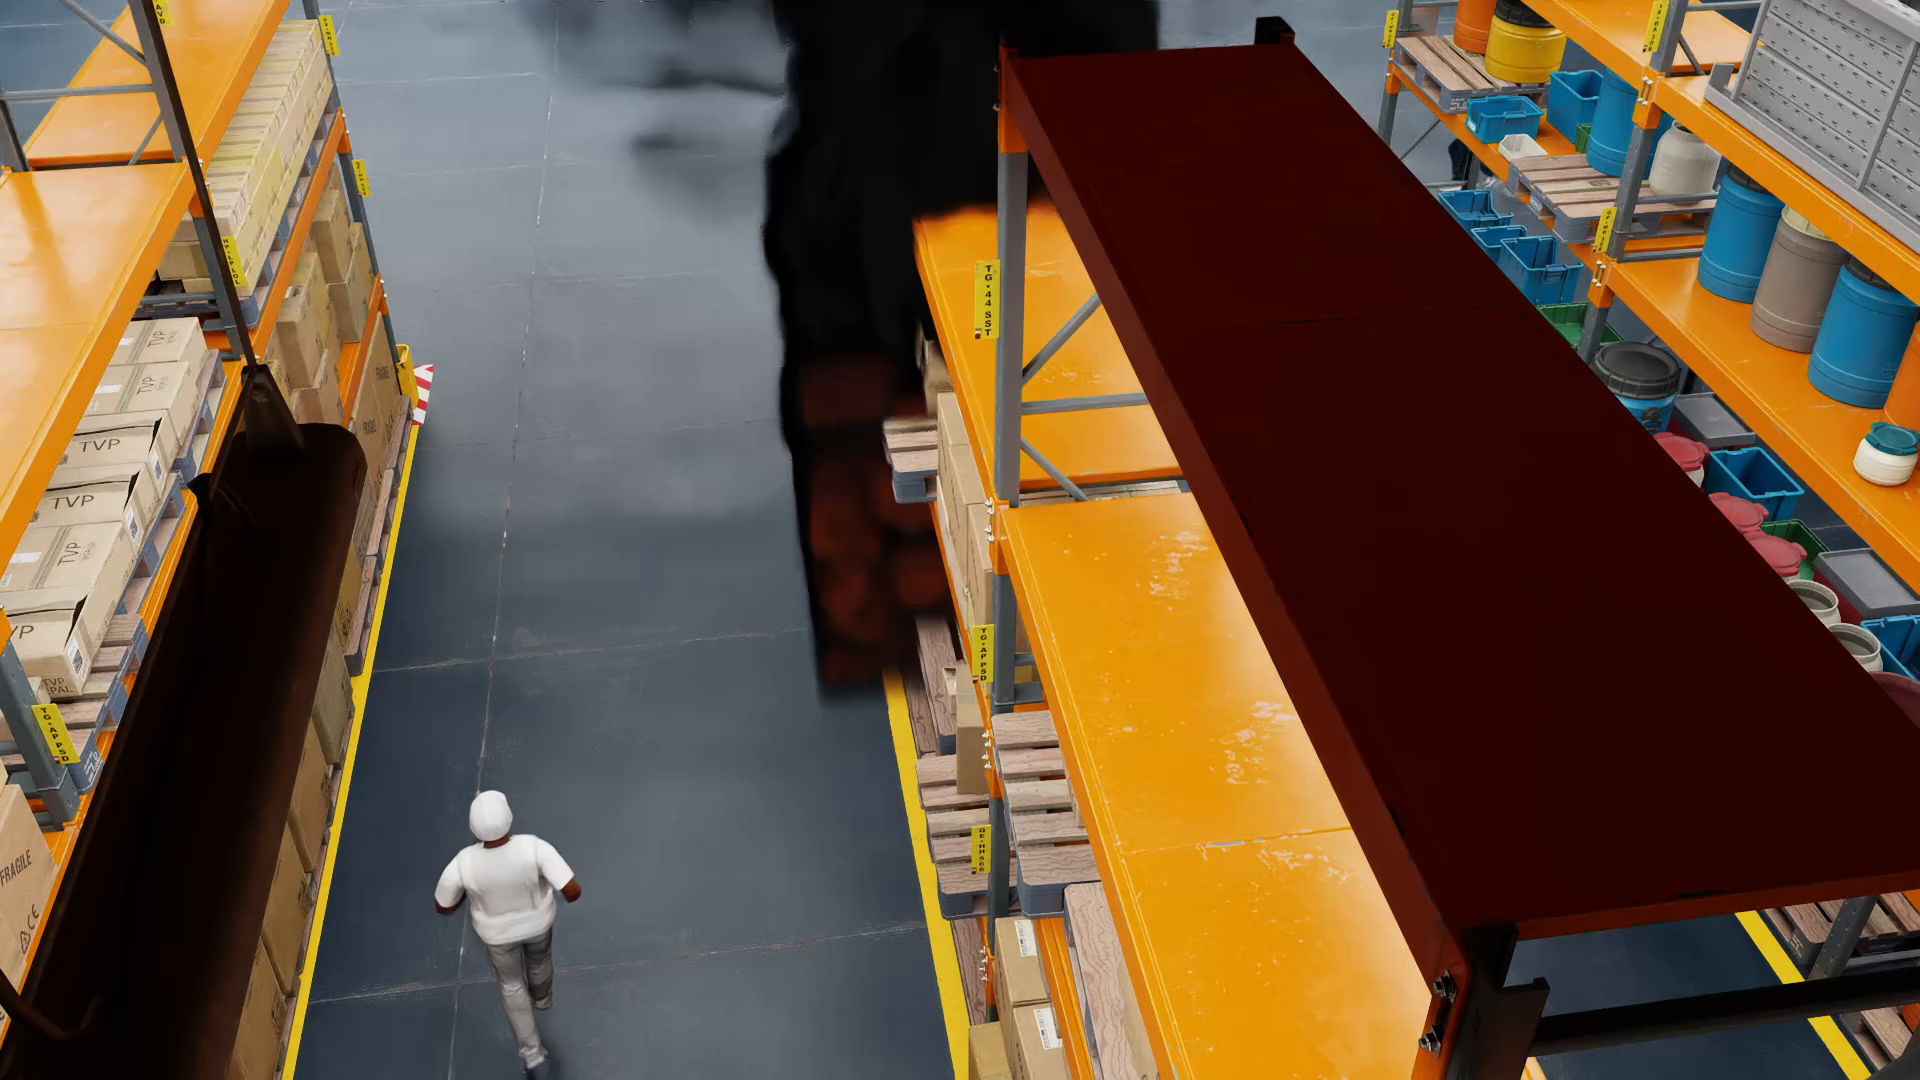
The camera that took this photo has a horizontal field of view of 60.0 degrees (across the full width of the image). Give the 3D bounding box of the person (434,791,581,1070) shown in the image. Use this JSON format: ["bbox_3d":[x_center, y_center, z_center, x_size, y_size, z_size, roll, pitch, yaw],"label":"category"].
[{"bbox_3d":[-2.346,2.011,8.759,0.722,1.806,0.789,-11,38,-15],"label":"person"}]

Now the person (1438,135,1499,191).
[{"bbox_3d":[5.744,-4.551,18.358,0.661,1.572,0.564,13,38,17],"label":"person"}]
